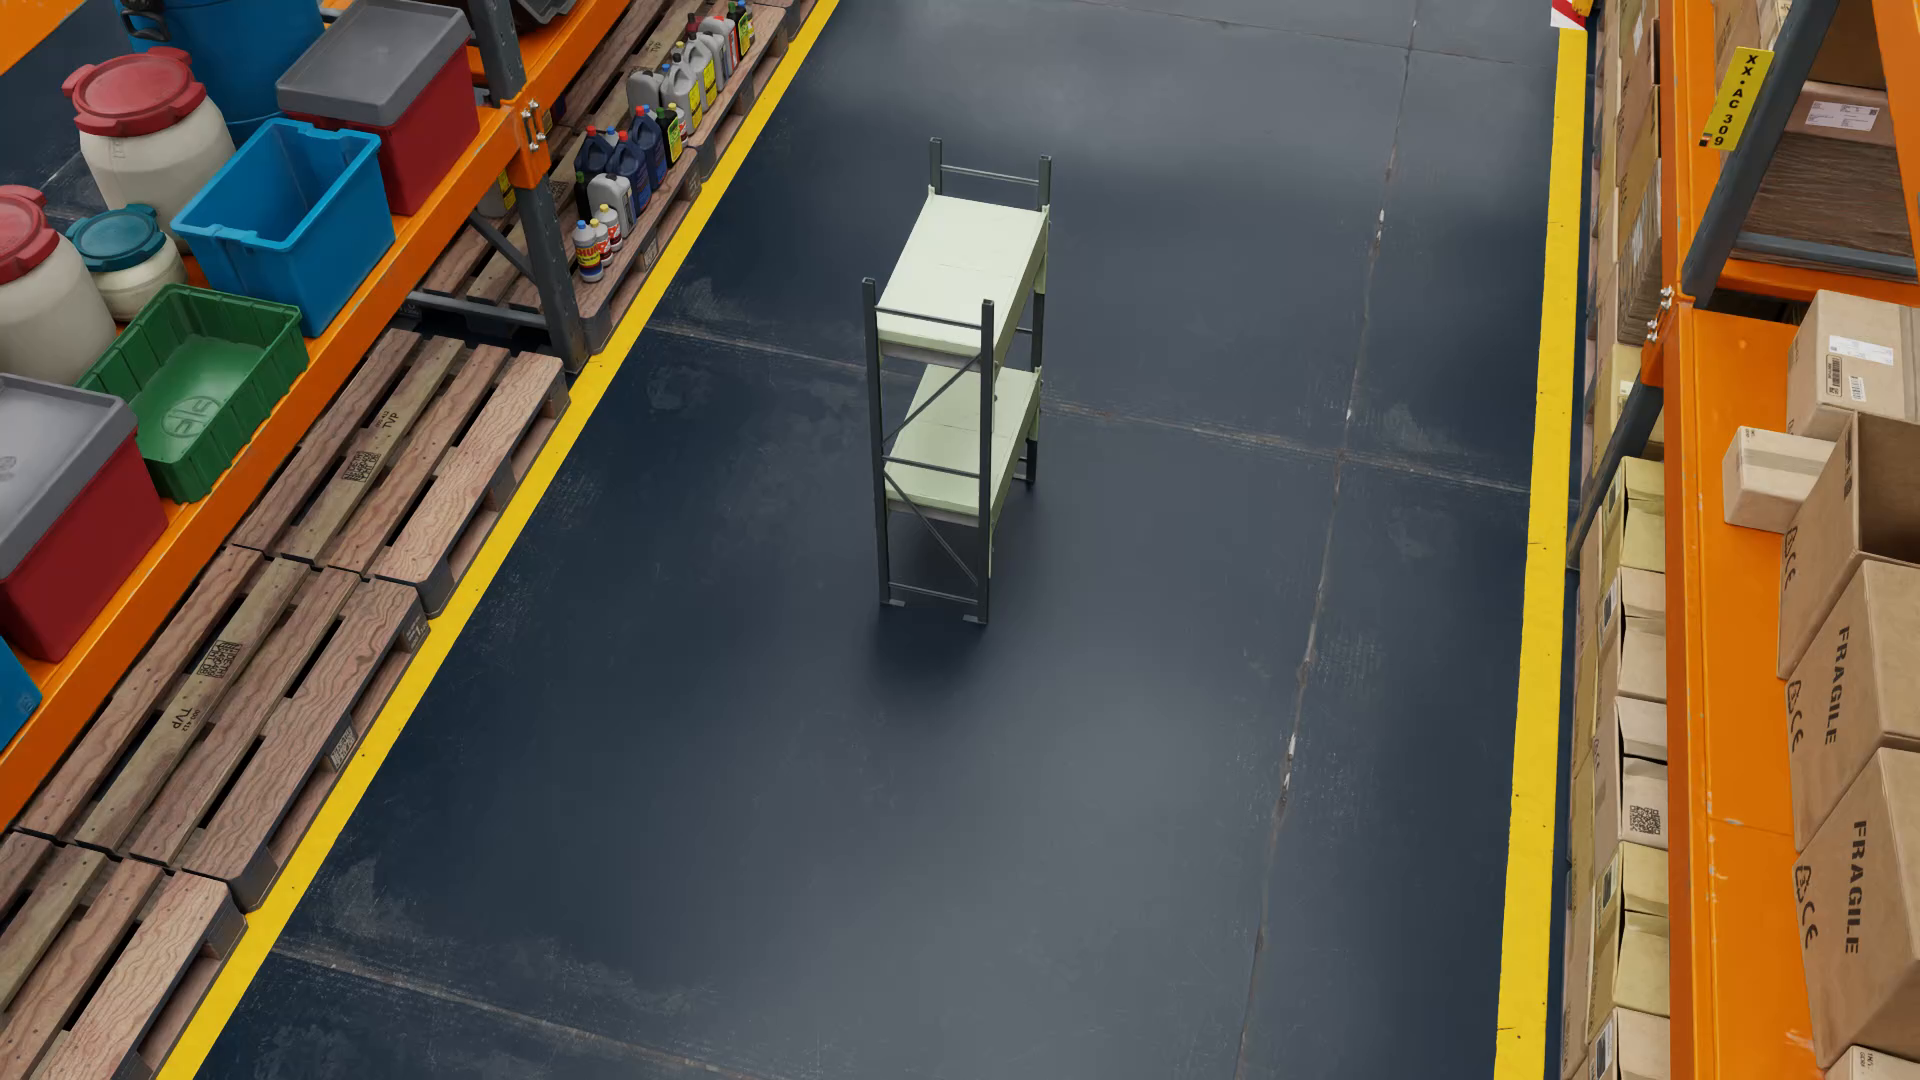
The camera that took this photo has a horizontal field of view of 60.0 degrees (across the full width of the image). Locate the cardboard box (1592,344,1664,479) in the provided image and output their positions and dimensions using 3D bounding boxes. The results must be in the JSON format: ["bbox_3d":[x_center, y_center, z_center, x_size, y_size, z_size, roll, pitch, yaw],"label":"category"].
[{"bbox_3d":[2.649,-0.436,6.188,0.500,0.250,0.500,12,50,10],"label":"cardboard box"}]

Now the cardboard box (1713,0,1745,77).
[{"bbox_3d":[3.117,-1.929,5.885,0.700,0.500,0.500,12,50,11],"label":"cardboard box"}]

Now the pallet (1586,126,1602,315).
[{"bbox_3d":[3.307,-1.358,7.308,1.003,0.211,1.213,12,50,10],"label":"pallet"}]

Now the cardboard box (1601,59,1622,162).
[{"bbox_3d":[3.175,-1.883,7.465,0.500,0.250,0.500,12,50,10],"label":"cardboard box"}]

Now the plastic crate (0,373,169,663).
[{"bbox_3d":[-2.372,-0.045,4.246,0.402,0.464,0.583,12,50,10],"label":"plastic crate"}]

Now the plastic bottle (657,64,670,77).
[{"bbox_3d":[-1.344,-2.101,7.677,0.097,0.201,0.097,0,49,0],"label":"plastic bottle"}]

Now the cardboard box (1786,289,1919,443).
[{"bbox_3d":[2.651,-0.414,4.715,0.500,0.250,0.500,14,50,12],"label":"cardboard box"}]

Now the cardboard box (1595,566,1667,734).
[{"bbox_3d":[2.252,0.368,5.105,0.500,0.311,0.500,11,49,10],"label":"cardboard box"}]

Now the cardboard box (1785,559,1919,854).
[{"bbox_3d":[2.250,0.434,3.800,0.500,0.500,0.500,12,50,10],"label":"cardboard box"}]

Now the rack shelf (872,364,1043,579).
[{"bbox_3d":[0.002,-0.285,5.936,0.431,0.370,0.720,12,50,10],"label":"rack shelf"}]

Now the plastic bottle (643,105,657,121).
[{"bbox_3d":[-1.375,-1.804,7.367,0.097,0.271,0.097,0,49,0],"label":"plastic bottle"}]

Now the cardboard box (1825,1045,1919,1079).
[{"bbox_3d":[1.967,1.214,3.345,0.380,0.149,0.250,15,50,13],"label":"cardboard box"}]

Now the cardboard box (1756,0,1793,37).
[{"bbox_3d":[2.736,-1.684,5.236,0.380,0.149,0.250,10,49,9],"label":"cardboard box"}]

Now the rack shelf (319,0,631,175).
[{"bbox_3d":[-1.513,-3.017,7.392,1.077,0.370,4.000,12,50,10],"label":"rack shelf"}]

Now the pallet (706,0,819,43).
[{"bbox_3d":[-1.181,-3.128,8.870,1.003,0.211,1.213,12,50,10],"label":"pallet"}]

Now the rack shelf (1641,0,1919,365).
[{"bbox_3d":[3.264,-2.037,6.527,1.077,0.370,4.000,12,50,10],"label":"rack shelf"}]

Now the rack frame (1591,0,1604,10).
[{"bbox_3d":[3.791,-3.722,7.534,1.000,3.000,0.127,12,50,10],"label":"rack frame"}]

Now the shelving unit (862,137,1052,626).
[{"bbox_3d":[0.002,-0.501,5.692,0.431,1.500,0.755,12,50,10],"label":"shelving unit"}]

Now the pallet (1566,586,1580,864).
[{"bbox_3d":[2.582,0.635,5.549,1.003,0.211,1.213,12,50,10],"label":"pallet"}]

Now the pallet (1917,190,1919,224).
[{"bbox_3d":[2.069,-0.183,2.536,1.003,0.211,1.213,14,50,12],"label":"pallet"}]

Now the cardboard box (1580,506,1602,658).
[{"bbox_3d":[2.393,0.185,5.640,0.500,0.250,0.500,10,49,9],"label":"cardboard box"}]

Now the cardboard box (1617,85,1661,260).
[{"bbox_3d":[2.920,-1.406,6.544,0.500,0.500,0.500,12,50,10],"label":"cardboard box"}]

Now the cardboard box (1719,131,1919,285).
[{"bbox_3d":[2.849,-1.184,5.227,0.700,0.500,0.500,10,49,9],"label":"cardboard box"}]

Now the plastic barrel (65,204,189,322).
[{"bbox_3d":[-2.536,-0.836,5.079,0.301,0.262,0.301,0,49,0],"label":"plastic barrel"}]

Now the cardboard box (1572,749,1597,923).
[{"bbox_3d":[2.123,0.930,4.982,0.500,0.250,0.500,10,49,9],"label":"cardboard box"}]

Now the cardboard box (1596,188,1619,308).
[{"bbox_3d":[2.908,-1.160,6.827,0.500,0.250,0.500,12,50,10],"label":"cardboard box"}]

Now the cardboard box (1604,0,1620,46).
[{"bbox_3d":[3.435,-2.607,8.104,0.500,0.250,0.500,12,50,10],"label":"cardboard box"}]

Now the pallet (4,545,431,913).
[{"bbox_3d":[-2.528,0.575,5.602,1.003,0.211,1.213,12,50,10],"label":"pallet"}]

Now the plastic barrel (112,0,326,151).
[{"bbox_3d":[-2.434,-1.755,5.464,0.600,0.901,0.708,12,50,10],"label":"plastic barrel"}]

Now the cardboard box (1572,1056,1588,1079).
[{"bbox_3d":[1.856,1.670,4.329,0.500,0.250,0.500,13,50,11],"label":"cardboard box"}]

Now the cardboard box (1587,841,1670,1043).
[{"bbox_3d":[1.986,1.119,4.442,0.500,0.311,0.500,13,50,11],"label":"cardboard box"}]

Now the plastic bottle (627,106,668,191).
[{"bbox_3d":[-1.377,-1.716,7.237,0.144,0.351,0.185,10,49,8],"label":"plastic bottle"}]

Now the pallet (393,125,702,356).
[{"bbox_3d":[-1.823,-1.363,7.313,1.003,0.211,1.213,12,50,10],"label":"pallet"}]

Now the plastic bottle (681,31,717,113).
[{"bbox_3d":[-1.216,-2.158,7.627,0.144,0.351,0.185,13,50,12],"label":"plastic bottle"}]

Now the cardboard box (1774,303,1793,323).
[{"bbox_3d":[3.286,-0.943,6.135,0.500,0.500,0.500,12,50,10],"label":"cardboard box"}]

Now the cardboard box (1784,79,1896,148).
[{"bbox_3d":[2.603,-1.315,4.911,0.380,0.149,0.250,12,50,10],"label":"cardboard box"}]

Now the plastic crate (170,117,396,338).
[{"bbox_3d":[-2.030,-0.944,5.093,0.392,0.384,0.575,12,50,10],"label":"plastic crate"}]

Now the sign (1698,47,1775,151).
[{"bbox_3d":[2.202,-1.250,4.722,0.100,0.325,0.005,12,50,10],"label":"sign"}]

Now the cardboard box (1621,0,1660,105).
[{"bbox_3d":[3.186,-2.129,7.182,0.500,0.500,0.500,12,50,10],"label":"cardboard box"}]

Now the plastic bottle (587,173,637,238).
[{"bbox_3d":[-1.474,-1.436,7.040,0.152,0.276,0.135,13,50,11],"label":"plastic bottle"}]

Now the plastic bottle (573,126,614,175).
[{"bbox_3d":[-1.566,-1.608,7.142,0.144,0.351,0.185,12,50,10],"label":"plastic bottle"}]

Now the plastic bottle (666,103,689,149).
[{"bbox_3d":[-1.280,-1.867,7.470,0.097,0.201,0.097,0,49,0],"label":"plastic bottle"}]

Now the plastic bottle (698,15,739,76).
[{"bbox_3d":[-1.140,-2.354,7.850,0.152,0.276,0.135,12,50,10],"label":"plastic bottle"}]

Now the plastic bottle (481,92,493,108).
[{"bbox_3d":[-2.095,-1.843,7.394,0.061,0.283,0.133,15,50,13],"label":"plastic bottle"}]

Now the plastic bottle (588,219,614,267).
[{"bbox_3d":[-1.506,-1.246,6.922,0.097,0.201,0.097,0,49,0],"label":"plastic bottle"}]

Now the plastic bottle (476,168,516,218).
[{"bbox_3d":[-2.009,-1.572,7.110,0.144,0.351,0.185,12,50,10],"label":"plastic bottle"}]

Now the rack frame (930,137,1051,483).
[{"bbox_3d":[0.098,-0.766,5.926,0.400,1.500,0.023,12,50,10],"label":"rack frame"}]

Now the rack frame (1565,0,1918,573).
[{"bbox_3d":[2.738,-0.828,4.980,1.000,3.000,0.127,12,50,10],"label":"rack frame"}]

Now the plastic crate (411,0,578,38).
[{"bbox_3d":[-1.779,-2.142,6.181,0.767,0.338,0.504,12,50,10],"label":"plastic crate"}]

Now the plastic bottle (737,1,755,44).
[{"bbox_3d":[-1.047,-2.507,8.035,0.097,0.201,0.097,0,49,0],"label":"plastic bottle"}]

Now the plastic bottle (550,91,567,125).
[{"bbox_3d":[-1.863,-2.047,7.574,0.061,0.283,0.133,12,50,10],"label":"plastic bottle"}]
